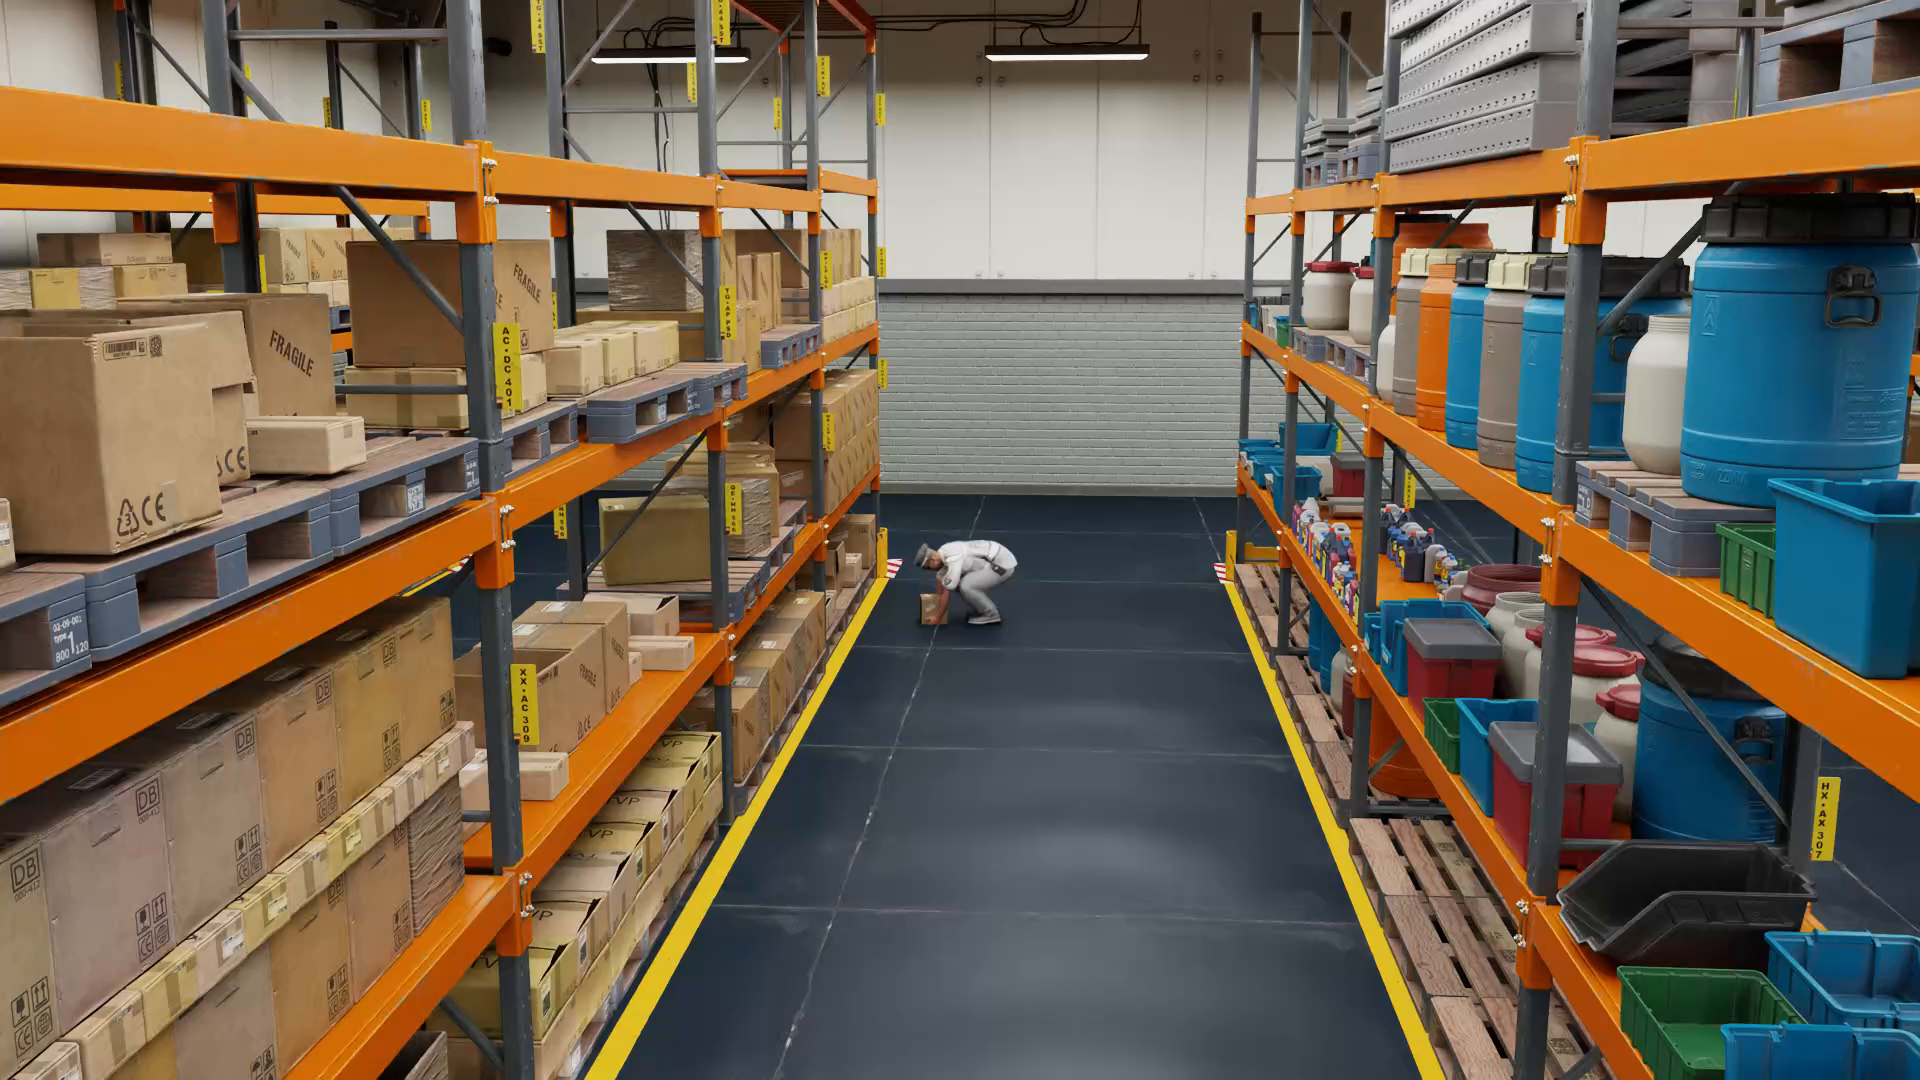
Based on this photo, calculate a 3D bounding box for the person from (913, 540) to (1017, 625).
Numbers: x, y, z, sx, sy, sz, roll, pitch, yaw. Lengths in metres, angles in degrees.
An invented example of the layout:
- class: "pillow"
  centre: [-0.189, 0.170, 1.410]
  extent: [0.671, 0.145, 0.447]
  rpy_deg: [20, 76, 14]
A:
- class: "person"
  centre: [0.044, 0.419, 16.323]
  extent: [1.029, 0.816, 0.529]
  rpy_deg: [-1, 11, -7]
